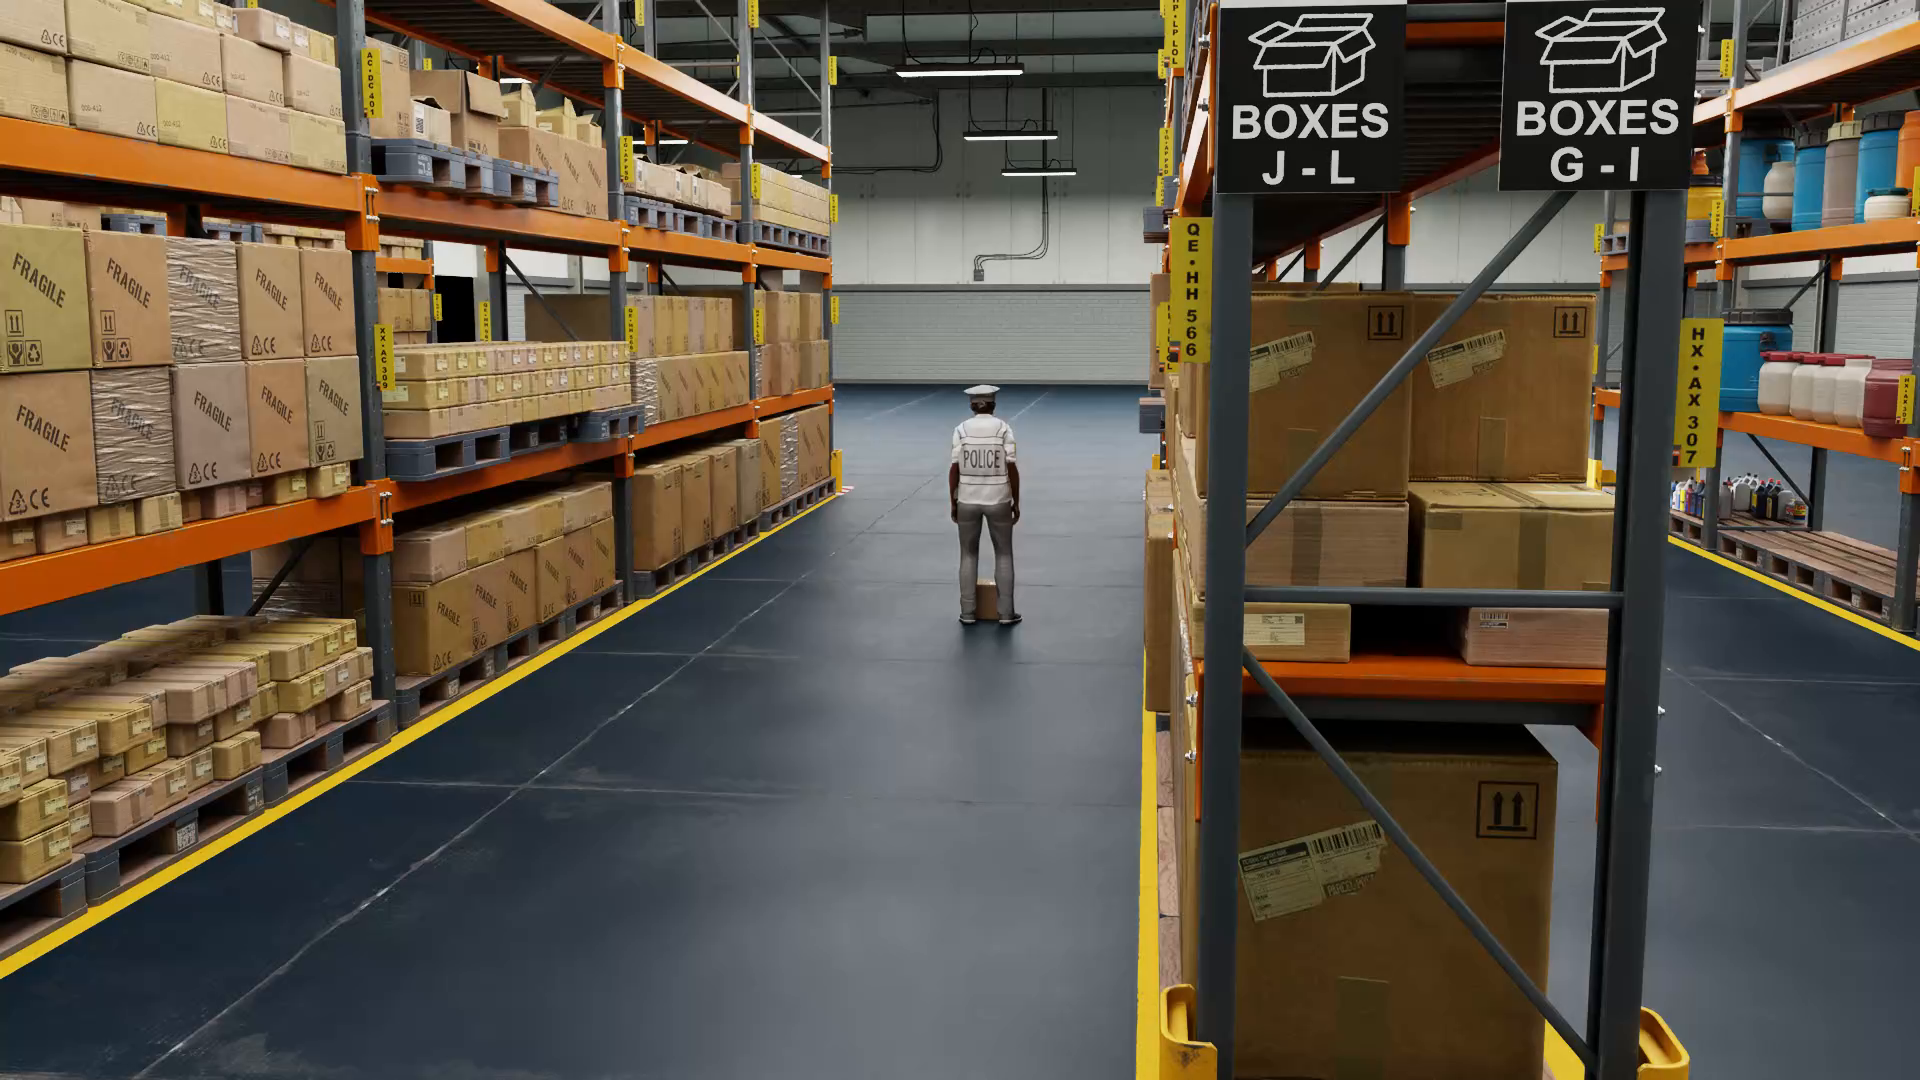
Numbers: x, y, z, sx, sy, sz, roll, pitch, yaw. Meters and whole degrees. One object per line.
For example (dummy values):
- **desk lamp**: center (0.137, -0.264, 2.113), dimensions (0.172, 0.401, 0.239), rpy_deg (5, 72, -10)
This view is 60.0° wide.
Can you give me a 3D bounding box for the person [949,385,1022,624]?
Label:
- **person**: center (0.178, -0.241, 11.591), dimensions (0.503, 1.656, 0.397), rpy_deg (1, 8, 6)
